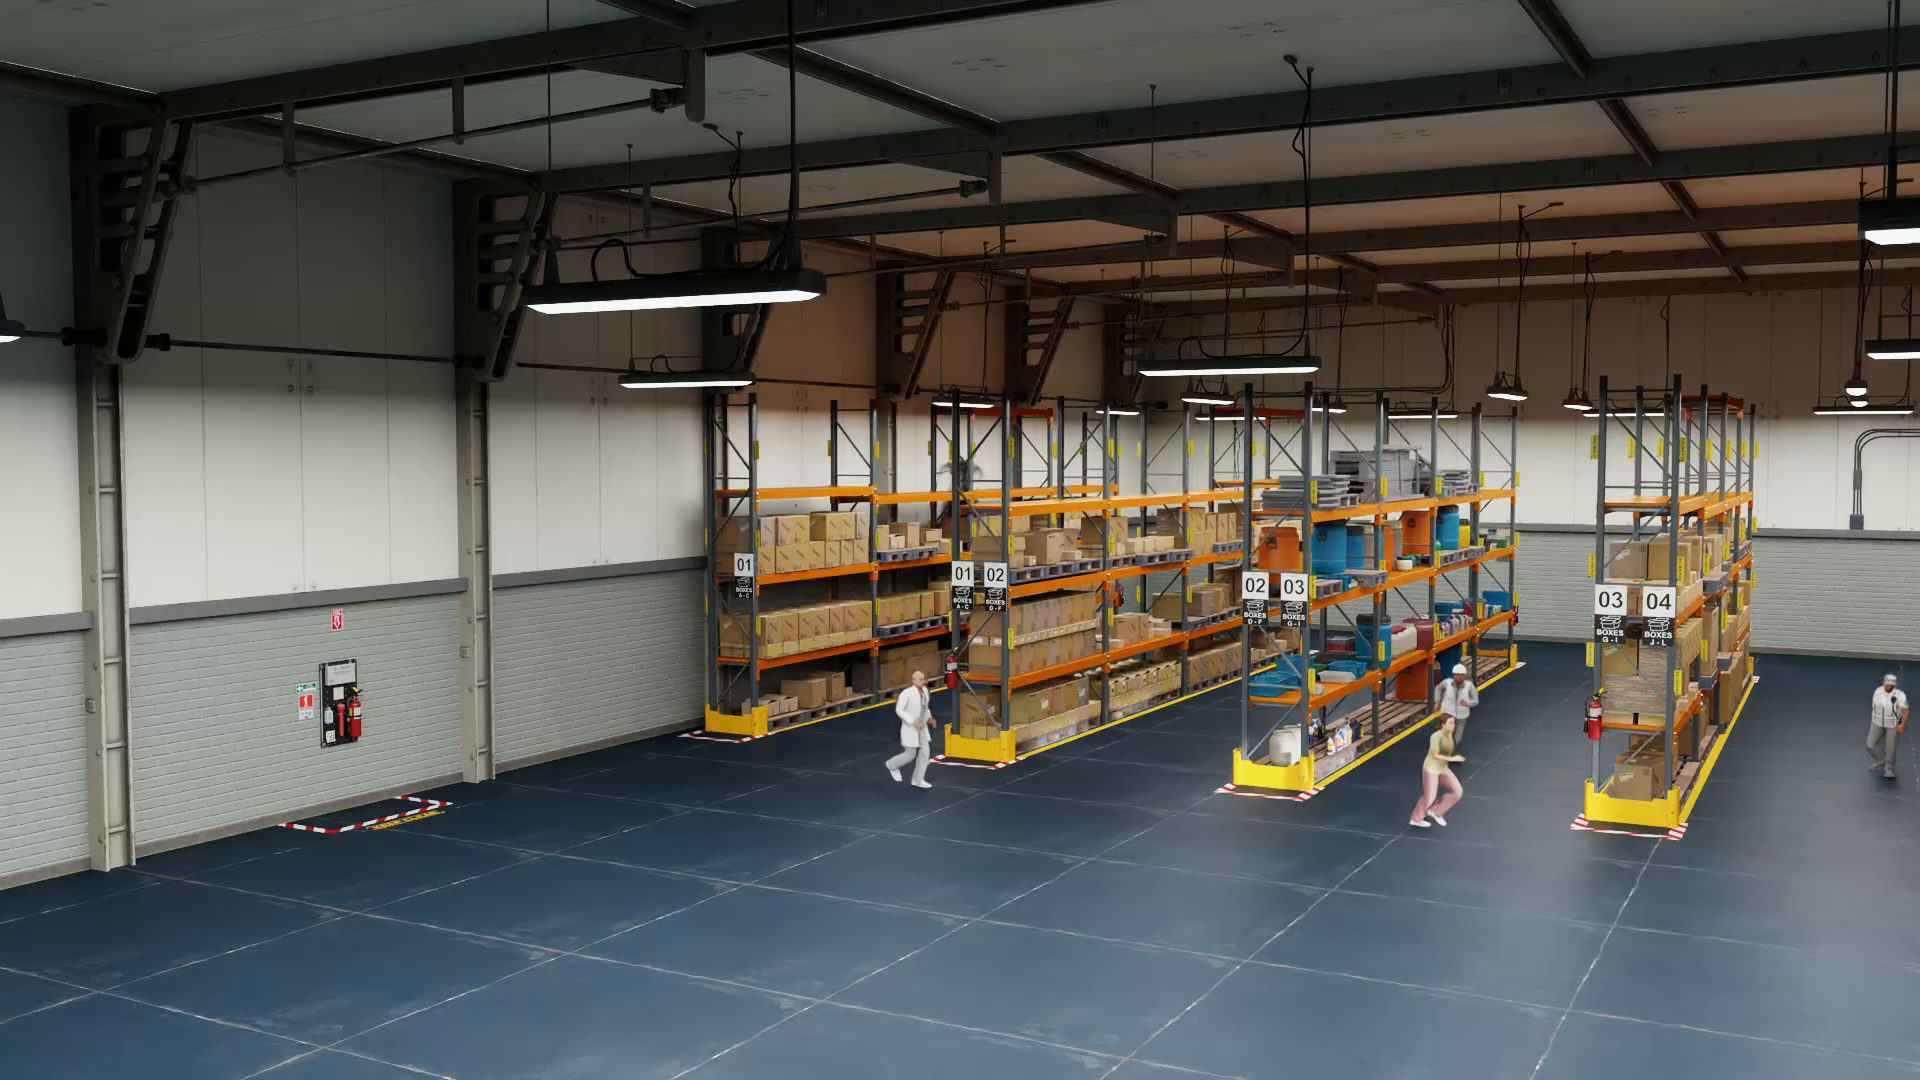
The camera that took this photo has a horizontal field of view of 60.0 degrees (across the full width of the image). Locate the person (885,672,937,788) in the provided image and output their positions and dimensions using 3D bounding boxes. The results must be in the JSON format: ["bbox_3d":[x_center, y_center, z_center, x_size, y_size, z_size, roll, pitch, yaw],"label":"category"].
[{"bbox_3d":[-0.761,2.803,24.764,0.850,1.732,0.699,3,4,44],"label":"person"}]

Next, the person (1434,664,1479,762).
[{"bbox_3d":[7.864,2.753,26.377,0.660,1.634,0.919,1,3,11],"label":"person"}]

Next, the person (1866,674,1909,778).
[{"bbox_3d":[14.132,2.828,25.359,0.592,1.616,0.612,-3,4,-43],"label":"person"}]

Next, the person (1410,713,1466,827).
[{"bbox_3d":[6.296,3.138,21.854,0.580,1.342,0.847,-2,4,-39],"label":"person"}]
